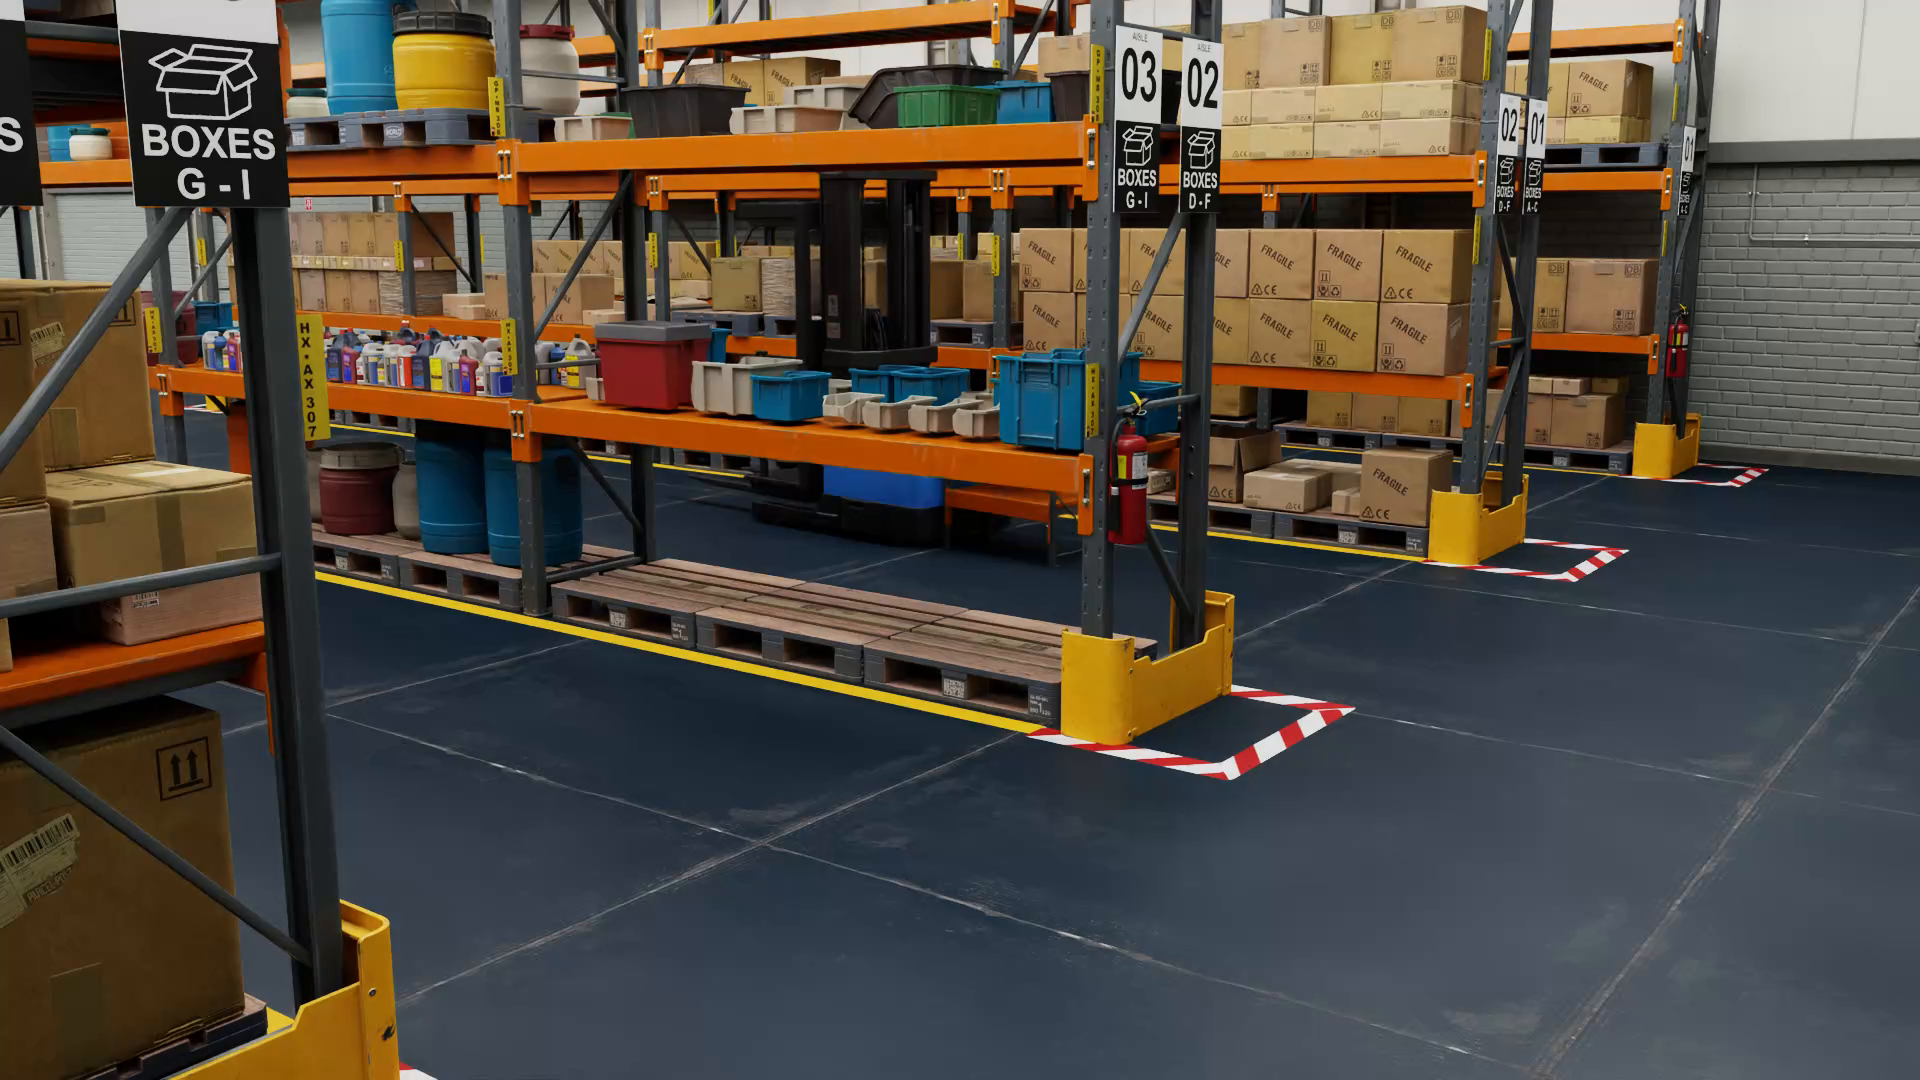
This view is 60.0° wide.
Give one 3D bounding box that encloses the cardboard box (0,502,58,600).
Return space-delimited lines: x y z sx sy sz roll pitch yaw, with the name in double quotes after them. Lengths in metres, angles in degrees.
-2.574 0.041 4.034 0.500 0.250 0.500 8 13 35 "cardboard box"

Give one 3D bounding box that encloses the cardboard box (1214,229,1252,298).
2.077 -2.109 12.639 0.500 0.500 0.500 8 14 37 "cardboard box"

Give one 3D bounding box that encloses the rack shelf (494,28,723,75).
-4.220 -4.909 17.161 4.000 0.370 1.077 8 13 36 "rack shelf"

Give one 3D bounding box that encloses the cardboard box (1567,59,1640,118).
6.018 -4.211 15.554 0.500 0.500 0.500 8 13 35 "cardboard box"

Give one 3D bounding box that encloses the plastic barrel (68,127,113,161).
-6.706 -3.043 12.827 0.301 0.262 0.301 0 11 0 "plastic barrel"

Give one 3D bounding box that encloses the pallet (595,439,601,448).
-4.227 -1.155 17.946 1.213 0.211 1.003 8 13 36 "pallet"

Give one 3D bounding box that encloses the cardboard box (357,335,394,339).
-7.230 -2.231 20.324 0.500 0.500 0.500 8 13 36 "cardboard box"

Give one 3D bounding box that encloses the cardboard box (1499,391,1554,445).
5.743 -1.247 16.552 0.500 0.500 0.700 8 13 35 "cardboard box"

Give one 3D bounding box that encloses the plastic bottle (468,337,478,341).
-3.399 -1.261 11.476 0.135 0.276 0.152 8 13 36 "plastic bottle"

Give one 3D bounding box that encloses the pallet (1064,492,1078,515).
1.169 -0.392 14.003 1.213 0.211 1.003 8 13 36 "pallet"

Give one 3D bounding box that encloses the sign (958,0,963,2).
0.008 -6.406 19.284 0.005 0.325 0.100 8 13 36 "sign"

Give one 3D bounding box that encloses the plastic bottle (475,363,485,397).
-2.937 -0.987 10.258 0.097 0.201 0.097 0 11 0 "plastic bottle"

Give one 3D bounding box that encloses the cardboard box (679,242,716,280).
-3.467 -3.807 22.680 0.500 0.500 0.500 8 13 35 "cardboard box"

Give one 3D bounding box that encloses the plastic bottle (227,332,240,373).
-5.147 -1.331 11.822 0.133 0.283 0.061 8 13 36 "plastic bottle"

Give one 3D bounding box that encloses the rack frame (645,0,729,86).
-2.608 -5.234 15.893 0.127 3.000 1.000 8 13 36 "rack frame"

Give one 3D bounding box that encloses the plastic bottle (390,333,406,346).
-3.979 -1.322 11.773 0.133 0.283 0.061 8 13 36 "plastic bottle"

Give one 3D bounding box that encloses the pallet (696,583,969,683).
-0.715 0.502 9.380 1.213 0.211 1.003 8 13 36 "pallet"

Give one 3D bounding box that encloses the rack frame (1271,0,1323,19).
3.545 -5.543 17.490 0.127 3.000 1.000 8 13 36 "rack frame"

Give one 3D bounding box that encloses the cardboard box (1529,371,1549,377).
5.755 -1.610 16.724 0.250 0.149 0.380 8 14 36 "cardboard box"

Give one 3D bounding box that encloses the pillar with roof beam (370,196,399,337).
-12.435 -6.961 24.822 0.400 9.000 9.100 8 13 36 "pillar with roof beam"

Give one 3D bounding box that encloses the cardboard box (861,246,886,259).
-1.081 -3.501 21.305 0.500 0.500 0.700 8 13 36 "cardboard box"

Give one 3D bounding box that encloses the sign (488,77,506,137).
-2.646 -2.474 9.500 0.005 0.325 0.100 8 13 36 "sign"

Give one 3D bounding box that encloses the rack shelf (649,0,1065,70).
-0.996 -4.460 14.837 4.000 0.370 1.077 8 13 36 "rack shelf"

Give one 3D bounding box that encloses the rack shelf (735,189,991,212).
-1.291 -4.392 21.330 4.000 0.370 1.077 8 13 36 "rack shelf"

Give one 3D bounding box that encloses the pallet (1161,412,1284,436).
2.879 -1.304 18.714 1.213 0.211 1.003 8 13 36 "pallet"

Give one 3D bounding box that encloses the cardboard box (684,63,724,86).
-2.260 -4.251 15.815 0.500 0.500 0.500 8 13 36 "cardboard box"

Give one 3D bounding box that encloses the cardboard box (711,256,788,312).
-2.033 -2.490 16.136 0.500 0.500 0.700 3 11 17 "cardboard box"

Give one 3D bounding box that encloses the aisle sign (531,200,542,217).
-6.362 -5.185 24.591 0.004 0.787 0.394 8 13 36 "aisle sign"

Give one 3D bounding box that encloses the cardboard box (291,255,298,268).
-7.828 -3.334 19.895 0.250 0.149 0.380 8 13 35 "cardboard box"

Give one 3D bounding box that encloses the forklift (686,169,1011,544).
-1.021 -1.620 13.187 3.031 2.935 1.130 10 15 43 "forklift"

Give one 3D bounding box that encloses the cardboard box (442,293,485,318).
-5.409 -2.616 18.550 0.500 0.250 0.500 9 14 39 "cardboard box"

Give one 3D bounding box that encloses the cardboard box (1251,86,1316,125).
2.471 -3.165 12.176 0.500 0.250 0.500 8 13 36 "cardboard box"

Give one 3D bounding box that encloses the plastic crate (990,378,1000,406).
0.371 -0.731 8.693 0.300 0.233 0.416 8 13 36 "plastic crate"

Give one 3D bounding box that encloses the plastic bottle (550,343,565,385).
-2.651 -1.161 10.970 0.097 0.271 0.097 0 11 0 "plastic bottle"

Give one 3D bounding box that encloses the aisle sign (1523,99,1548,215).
4.069 -2.703 11.759 0.004 0.787 0.394 8 13 36 "aisle sign"

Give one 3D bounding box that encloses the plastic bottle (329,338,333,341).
-4.696 -1.411 12.451 0.097 0.201 0.097 0 11 0 "plastic bottle"

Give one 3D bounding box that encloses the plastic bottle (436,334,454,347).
-3.317 -1.153 10.722 0.185 0.351 0.144 8 13 36 "plastic bottle"

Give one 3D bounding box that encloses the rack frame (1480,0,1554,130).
3.840 -4.335 11.244 0.127 3.000 1.000 8 13 36 "rack frame"

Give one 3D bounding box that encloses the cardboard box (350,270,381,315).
-6.622 -2.895 19.332 0.500 0.500 0.700 8 13 35 "cardboard box"

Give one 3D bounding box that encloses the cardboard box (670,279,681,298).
-3.860 -3.497 23.053 0.500 0.250 0.500 8 14 36 "cardboard box"

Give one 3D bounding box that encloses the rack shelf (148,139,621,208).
-3.931 -2.425 11.166 4.000 0.370 1.077 8 13 36 "rack shelf"

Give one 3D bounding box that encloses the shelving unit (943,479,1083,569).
0.430 -0.457 11.932 1.048 1.125 0.538 10 15 43 "shelving unit"

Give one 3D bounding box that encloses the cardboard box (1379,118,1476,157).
3.270 -2.806 11.633 0.500 0.250 0.500 8 13 36 "cardboard box"

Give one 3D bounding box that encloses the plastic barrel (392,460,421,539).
-3.720 -0.286 11.557 0.421 0.512 0.421 0 11 0 "plastic barrel"

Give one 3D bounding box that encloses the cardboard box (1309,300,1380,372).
2.898 -1.505 12.148 0.500 0.500 0.500 8 14 36 "cardboard box"

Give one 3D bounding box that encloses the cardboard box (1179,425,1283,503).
2.134 -0.619 13.246 0.637 0.503 0.797 8 13 36 "cardboard box"

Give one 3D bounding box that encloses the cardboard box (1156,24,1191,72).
1.757 -3.670 12.808 0.500 0.500 0.700 8 13 36 "cardboard box"

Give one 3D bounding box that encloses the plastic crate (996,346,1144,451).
0.525 -0.687 7.934 0.499 0.435 0.616 8 13 36 "plastic crate"

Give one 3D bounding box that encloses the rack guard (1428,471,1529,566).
3.779 -0.171 12.095 0.348 0.500 1.175 8 13 36 "rack guard"

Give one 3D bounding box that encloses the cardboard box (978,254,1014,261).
0.561 -3.159 19.860 0.500 0.500 0.500 8 14 37 "cardboard box"

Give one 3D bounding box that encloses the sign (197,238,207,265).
-9.389 -3.568 20.586 0.005 0.325 0.100 8 13 36 "sign"

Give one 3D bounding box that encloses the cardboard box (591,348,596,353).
-5.163 -2.687 24.443 0.500 0.311 0.500 9 14 40 "cardboard box"

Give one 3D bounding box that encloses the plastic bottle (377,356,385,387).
-3.747 -1.100 10.842 0.097 0.201 0.097 0 11 0 "plastic bottle"

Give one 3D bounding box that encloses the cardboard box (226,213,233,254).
-8.644 -3.814 20.667 0.500 0.500 0.700 8 14 36 "cardboard box"

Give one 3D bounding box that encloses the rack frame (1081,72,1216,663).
0.905 -0.631 7.896 0.127 3.000 1.000 8 13 36 "rack frame"

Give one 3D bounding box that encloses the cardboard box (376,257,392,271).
-6.376 -3.132 18.850 0.250 0.149 0.380 8 13 34 "cardboard box"

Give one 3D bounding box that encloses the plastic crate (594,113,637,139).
-1.798 -2.448 9.949 0.662 0.188 0.450 8 13 36 "plastic crate"

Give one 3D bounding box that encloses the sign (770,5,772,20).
-2.579 -7.064 22.478 0.005 0.325 0.100 8 13 36 "sign"

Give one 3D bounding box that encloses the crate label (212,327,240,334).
-5.660 -1.553 13.102 0.416 0.233 0.303 8 13 36 "crate label"
